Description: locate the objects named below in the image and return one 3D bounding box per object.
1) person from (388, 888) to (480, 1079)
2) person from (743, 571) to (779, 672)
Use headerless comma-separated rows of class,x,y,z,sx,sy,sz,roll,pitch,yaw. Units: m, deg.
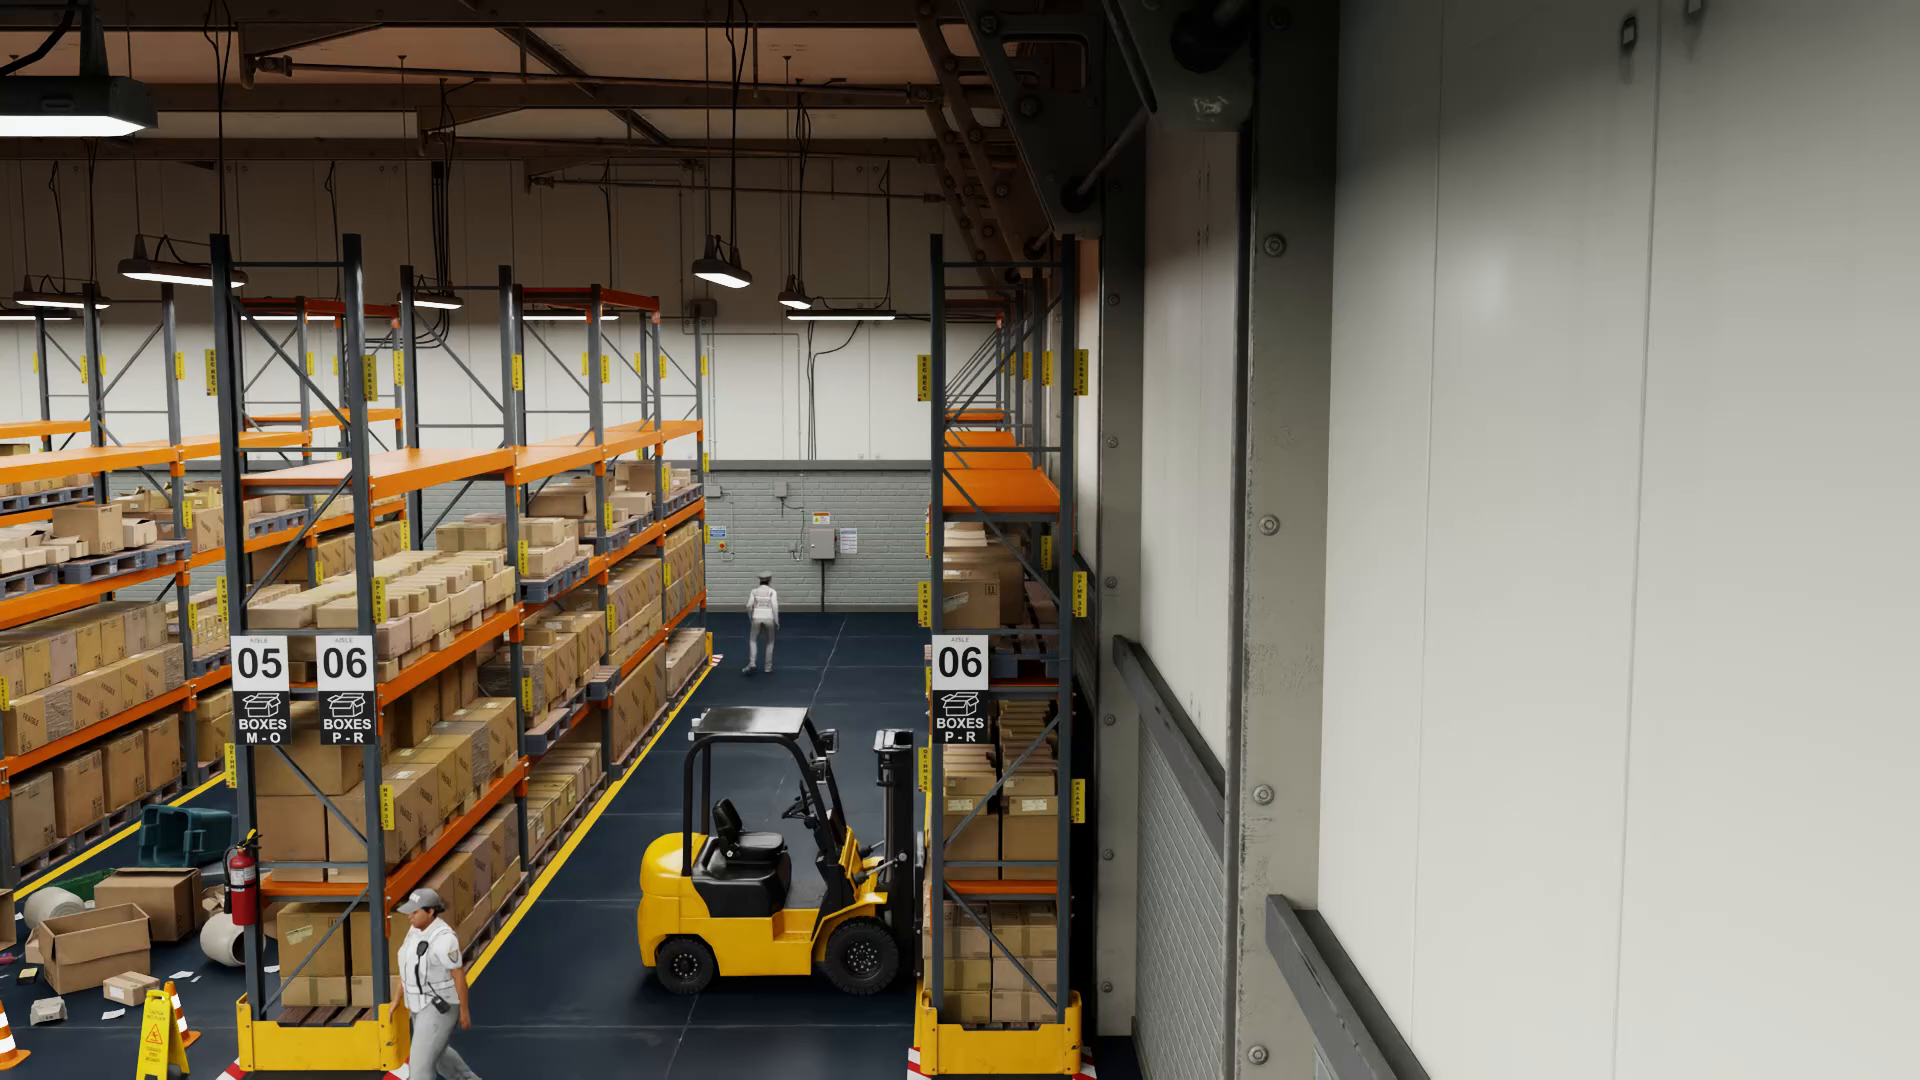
person,-3.560,3.143,11.160,0.839,1.615,0.615,-5,8,-37
person,-3.243,1.348,27.181,0.575,1.657,0.529,1,6,7
